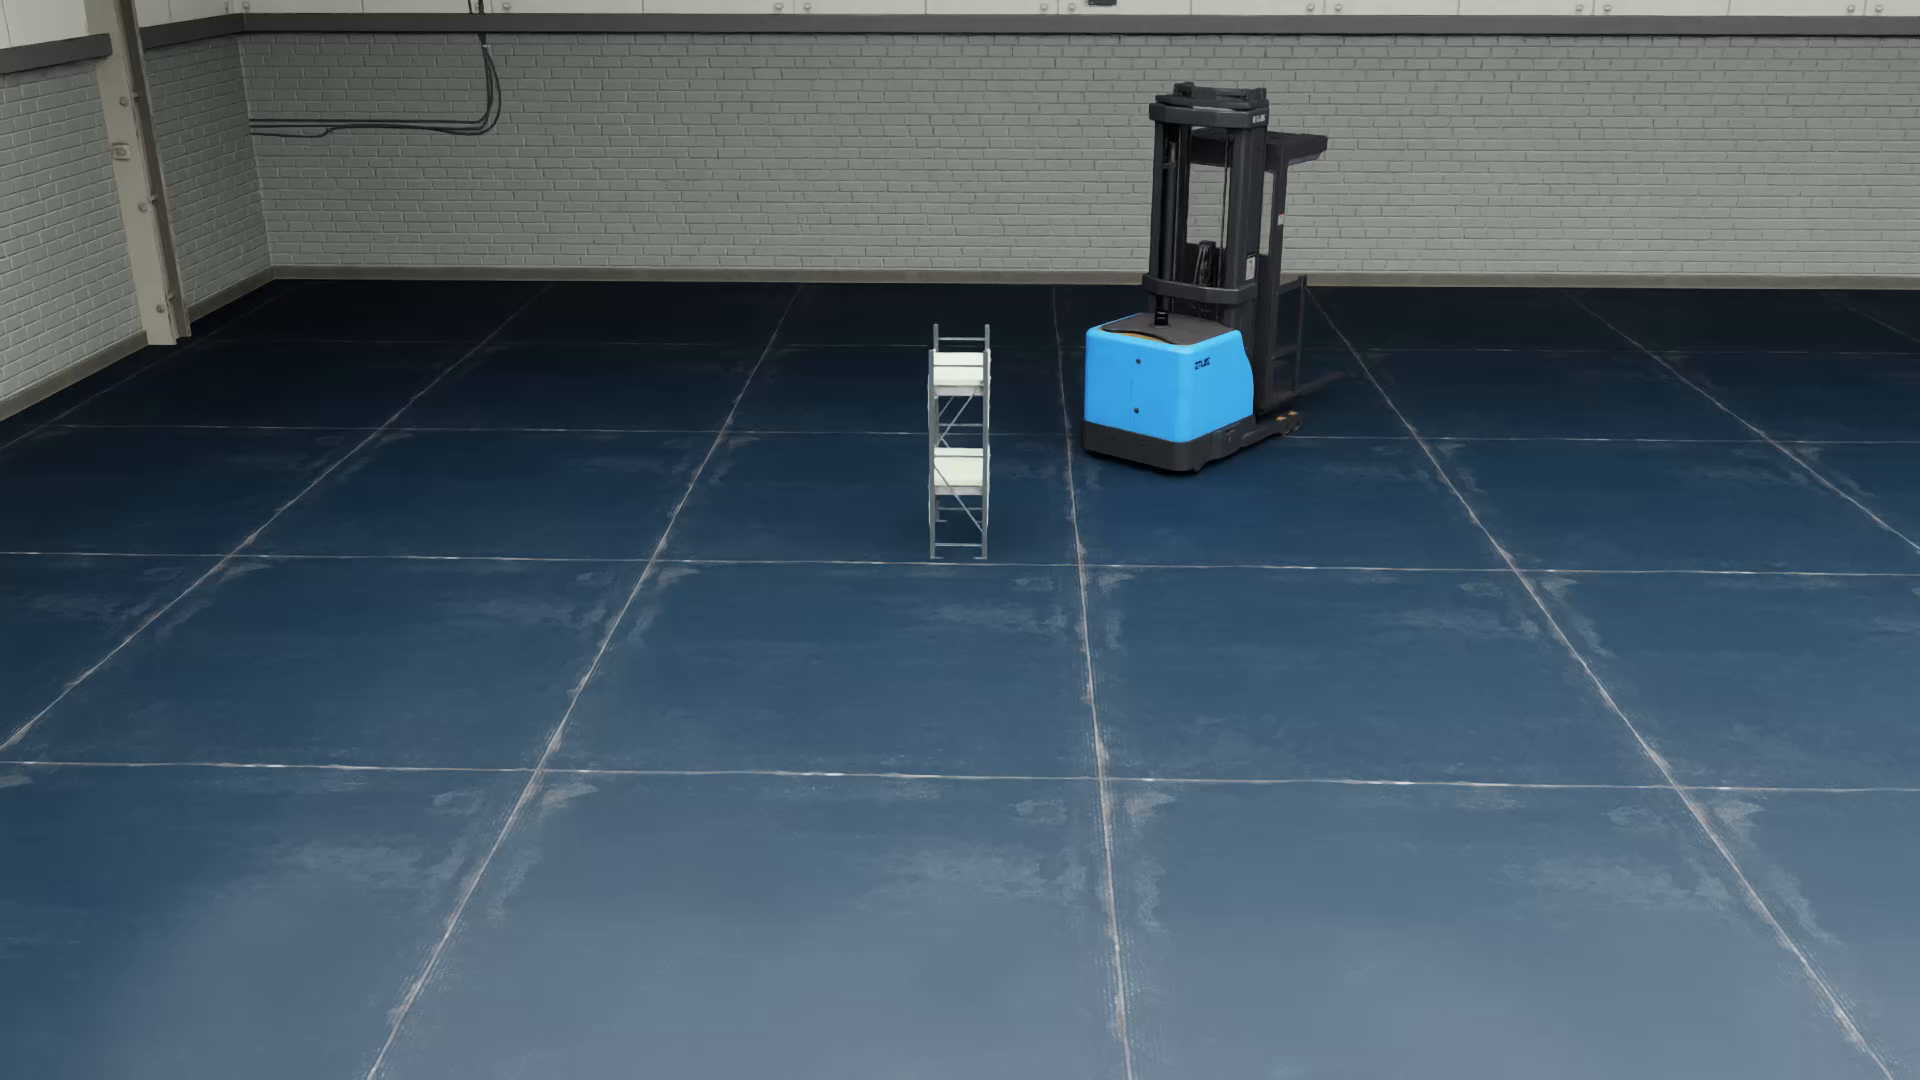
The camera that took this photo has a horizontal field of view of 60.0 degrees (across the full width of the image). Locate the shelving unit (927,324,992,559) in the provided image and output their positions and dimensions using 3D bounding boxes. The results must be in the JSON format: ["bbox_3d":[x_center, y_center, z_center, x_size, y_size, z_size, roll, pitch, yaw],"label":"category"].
[{"bbox_3d":[0.000,-0.702,11.764,0.431,1.500,0.755,1,21,2],"label":"shelving unit"}]

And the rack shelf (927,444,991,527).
[{"bbox_3d":[0.000,-0.398,11.882,0.431,0.370,0.720,1,21,2],"label":"rack shelf"}]

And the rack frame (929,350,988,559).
[{"bbox_3d":[-0.011,-0.569,11.423,0.400,1.500,0.023,1,21,2],"label":"rack frame"}]

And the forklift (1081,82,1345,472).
[{"bbox_3d":[2.341,-2.370,14.085,1.130,2.935,3.031,17,27,37],"label":"forklift"}]

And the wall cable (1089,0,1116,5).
[{"bbox_3d":[2.605,-8.817,17.612,2.305,6.003,0.169,1,21,2],"label":"wall cable"}]

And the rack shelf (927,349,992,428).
[{"bbox_3d":[0.000,-1.065,11.623,0.431,0.370,0.720,1,21,2],"label":"rack shelf"}]

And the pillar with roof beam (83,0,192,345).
[{"bbox_3d":[-3.992,-6.244,15.681,9.100,9.000,0.400,1,21,2],"label":"pillar with roof beam"}]

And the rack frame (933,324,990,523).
[{"bbox_3d":[0.011,-0.834,12.105,0.400,1.500,0.023,1,21,2],"label":"rack frame"}]

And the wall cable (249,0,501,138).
[{"bbox_3d":[-6.883,-5.894,19.073,3.097,2.526,0.112,1,21,2],"label":"wall cable"}]
